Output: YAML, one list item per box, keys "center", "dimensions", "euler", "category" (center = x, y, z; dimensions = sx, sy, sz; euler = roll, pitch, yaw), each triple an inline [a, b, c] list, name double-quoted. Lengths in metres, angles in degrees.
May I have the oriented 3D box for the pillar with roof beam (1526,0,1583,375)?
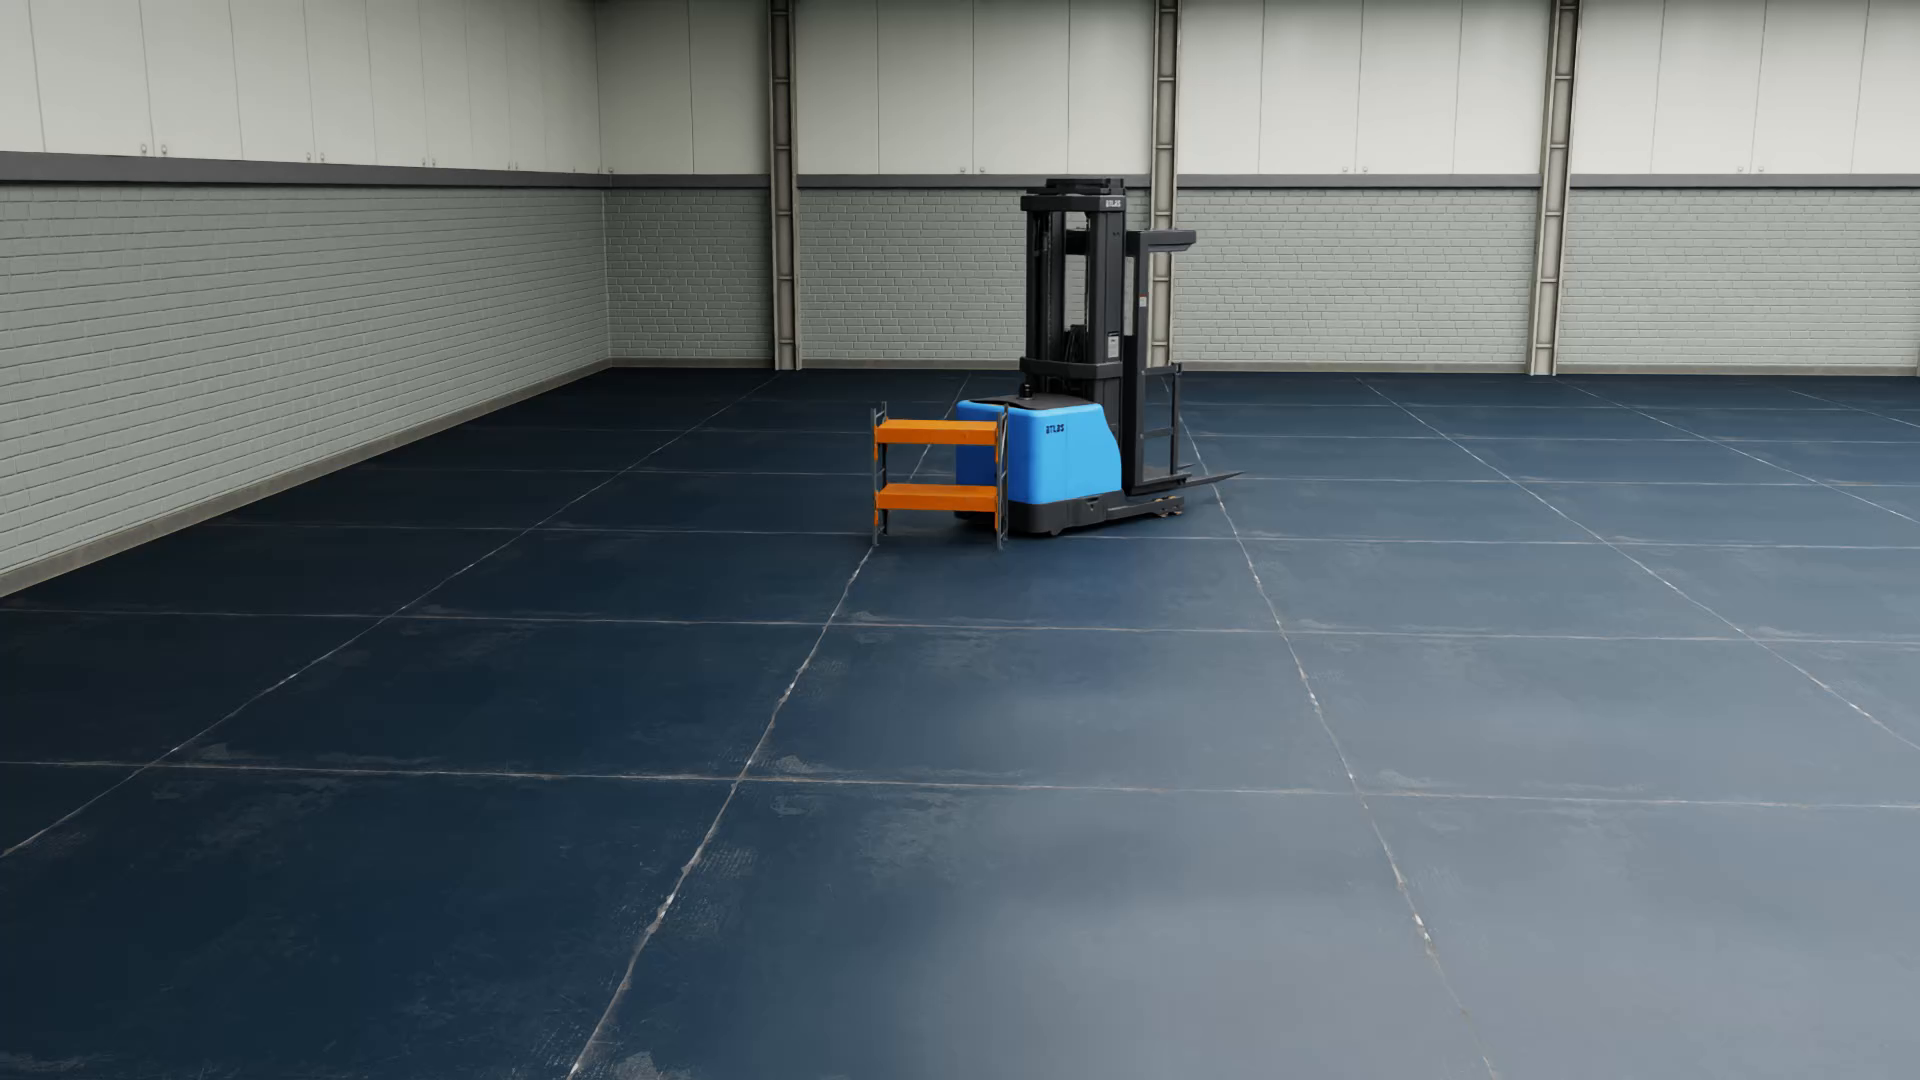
- center: [8.893, -6.147, 21.175]
  dimensions: [0.400, 9.000, 9.100]
  euler: [1, 12, 4]
  category: "pillar with roof beam"

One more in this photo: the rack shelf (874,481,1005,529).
- center: [-0.158, -0.290, 13.601]
  dimensions: [1.000, 0.278, 0.538]
  euler: [2, 12, 8]
  category: "rack shelf"

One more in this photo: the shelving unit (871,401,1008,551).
- center: [-0.158, -0.529, 13.551]
  dimensions: [1.048, 1.125, 0.538]
  euler: [2, 12, 8]
  category: "shelving unit"

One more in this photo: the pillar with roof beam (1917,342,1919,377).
- center: [14.879, -6.065, 20.782]
  dimensions: [0.400, 9.000, 9.100]
  euler: [1, 12, 4]
  category: "pillar with roof beam"

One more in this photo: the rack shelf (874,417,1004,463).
- center: [-0.158, -0.816, 13.491]
  dimensions: [1.000, 0.278, 0.538]
  euler: [2, 12, 8]
  category: "rack shelf"

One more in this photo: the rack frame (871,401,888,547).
- center: [-0.661, -0.544, 13.623]
  dimensions: [0.032, 1.125, 0.500]
  euler: [2, 12, 8]
  category: "rack frame"

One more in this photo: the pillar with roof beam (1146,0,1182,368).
- center: [2.906, -6.229, 21.567]
  dimensions: [0.400, 9.000, 9.100]
  euler: [1, 12, 4]
  category: "pillar with roof beam"

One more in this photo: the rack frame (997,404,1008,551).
- center: [0.345, -0.514, 13.479]
  dimensions: [0.032, 1.125, 0.500]
  euler: [2, 12, 8]
  category: "rack frame"

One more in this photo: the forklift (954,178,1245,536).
- center: [1.371, -1.703, 14.752]
  dimensions: [3.031, 2.935, 1.130]
  euler: [-11, 16, -42]
  category: "forklift"

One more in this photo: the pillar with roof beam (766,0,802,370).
- center: [-3.081, -6.311, 21.959]
  dimensions: [0.400, 9.000, 9.100]
  euler: [1, 12, 4]
  category: "pillar with roof beam"
